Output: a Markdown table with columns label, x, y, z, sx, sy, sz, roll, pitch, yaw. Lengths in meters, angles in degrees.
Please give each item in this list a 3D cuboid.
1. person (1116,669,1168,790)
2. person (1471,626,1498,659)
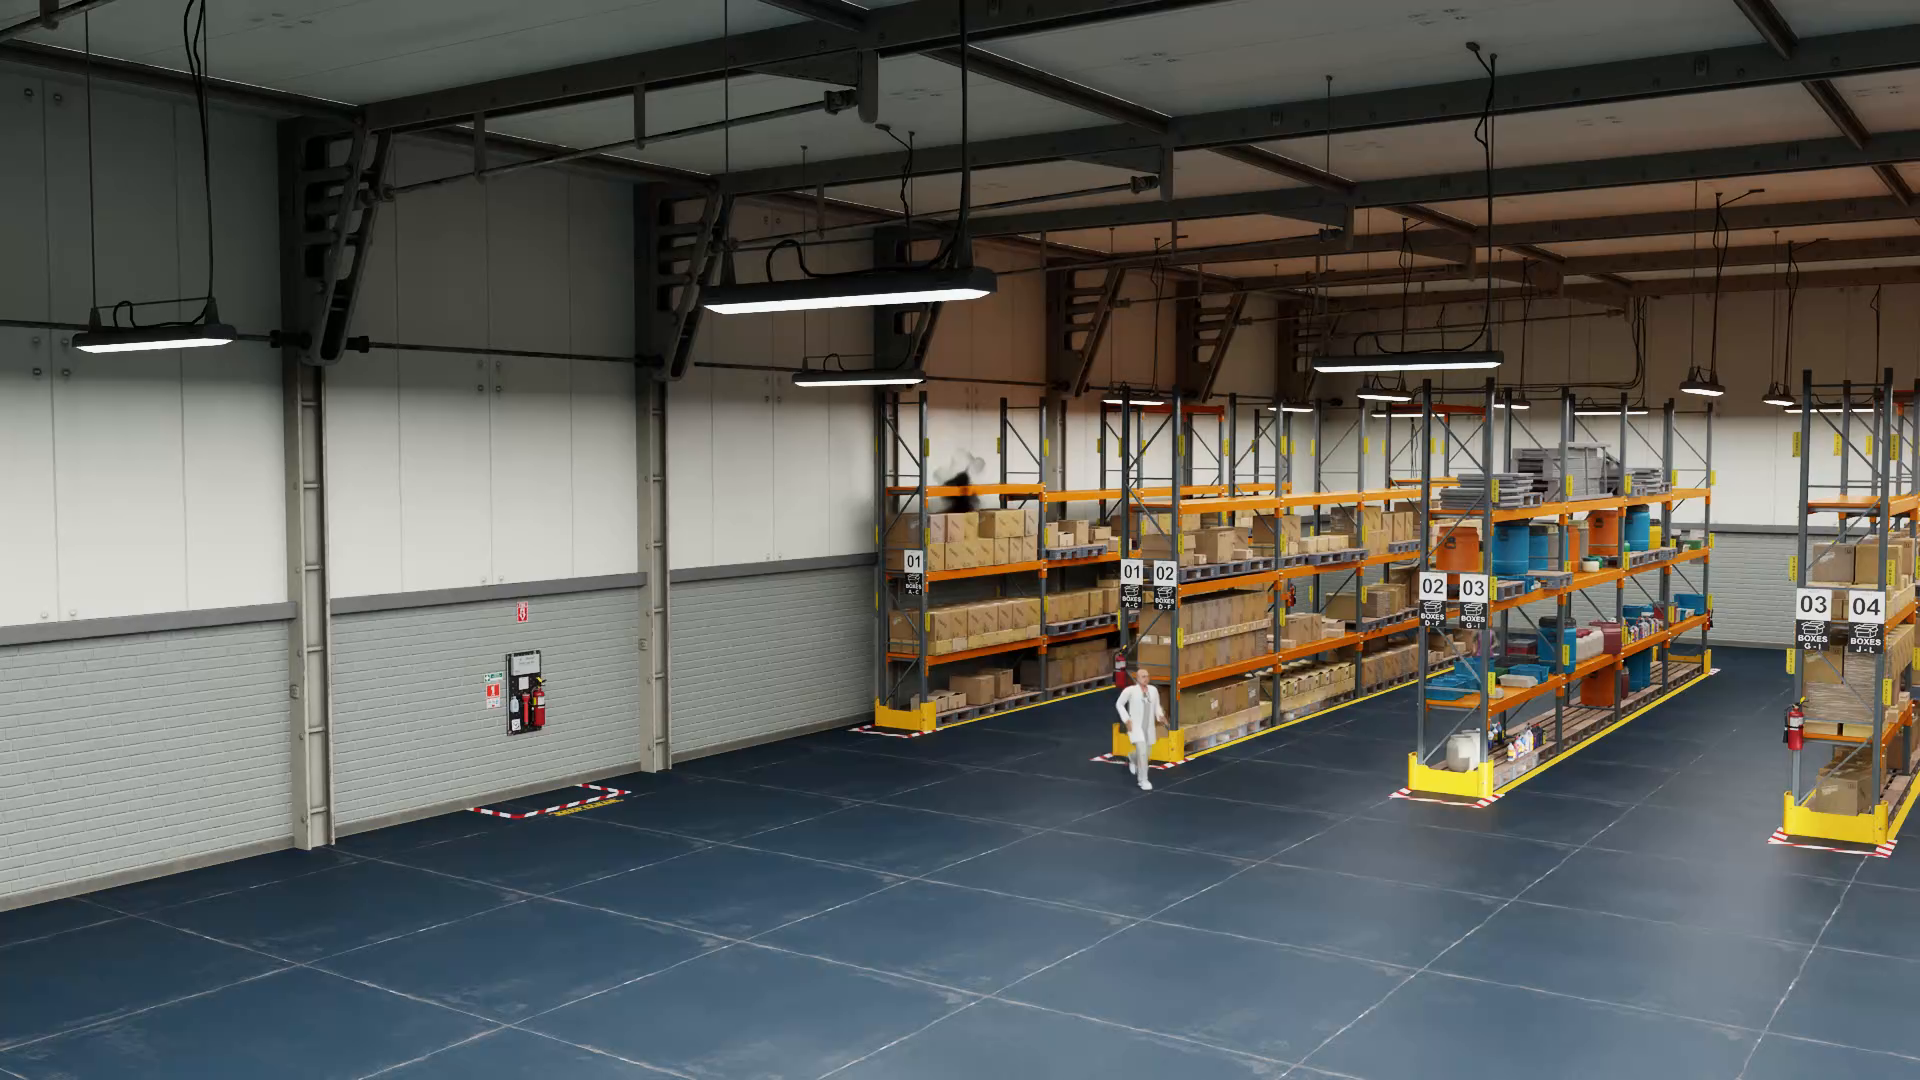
| label | x | y | z | sx | sy | sz | roll | pitch | yaw |
| --- | --- | --- | --- | --- | --- | --- | --- | --- | --- |
| person | 2.639 | 2.769 | 24.649 | 0.696 | 1.744 | 0.864 | -1 | 3 | -22 |
| person | 10.519 | 2.356 | 33.364 | 0.515 | 1.562 | 0.596 | 1 | 3 | 17 |
